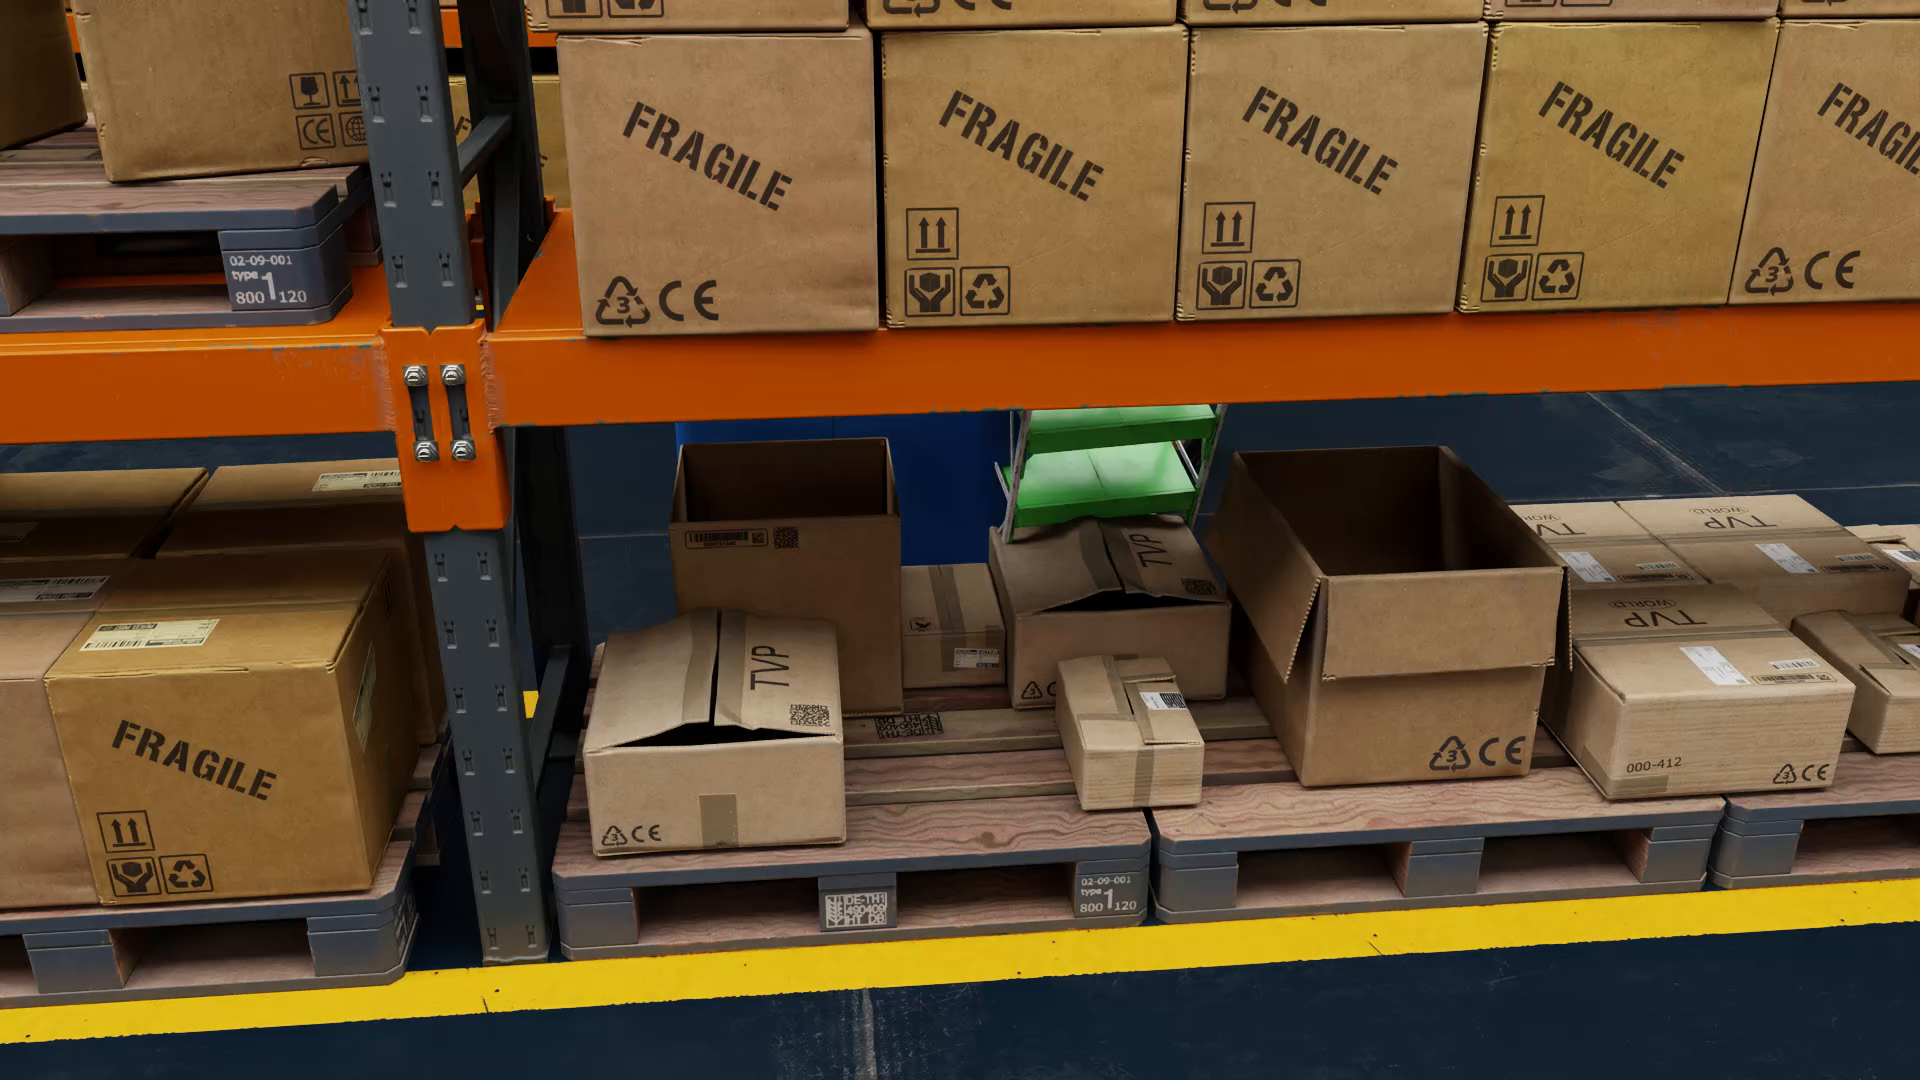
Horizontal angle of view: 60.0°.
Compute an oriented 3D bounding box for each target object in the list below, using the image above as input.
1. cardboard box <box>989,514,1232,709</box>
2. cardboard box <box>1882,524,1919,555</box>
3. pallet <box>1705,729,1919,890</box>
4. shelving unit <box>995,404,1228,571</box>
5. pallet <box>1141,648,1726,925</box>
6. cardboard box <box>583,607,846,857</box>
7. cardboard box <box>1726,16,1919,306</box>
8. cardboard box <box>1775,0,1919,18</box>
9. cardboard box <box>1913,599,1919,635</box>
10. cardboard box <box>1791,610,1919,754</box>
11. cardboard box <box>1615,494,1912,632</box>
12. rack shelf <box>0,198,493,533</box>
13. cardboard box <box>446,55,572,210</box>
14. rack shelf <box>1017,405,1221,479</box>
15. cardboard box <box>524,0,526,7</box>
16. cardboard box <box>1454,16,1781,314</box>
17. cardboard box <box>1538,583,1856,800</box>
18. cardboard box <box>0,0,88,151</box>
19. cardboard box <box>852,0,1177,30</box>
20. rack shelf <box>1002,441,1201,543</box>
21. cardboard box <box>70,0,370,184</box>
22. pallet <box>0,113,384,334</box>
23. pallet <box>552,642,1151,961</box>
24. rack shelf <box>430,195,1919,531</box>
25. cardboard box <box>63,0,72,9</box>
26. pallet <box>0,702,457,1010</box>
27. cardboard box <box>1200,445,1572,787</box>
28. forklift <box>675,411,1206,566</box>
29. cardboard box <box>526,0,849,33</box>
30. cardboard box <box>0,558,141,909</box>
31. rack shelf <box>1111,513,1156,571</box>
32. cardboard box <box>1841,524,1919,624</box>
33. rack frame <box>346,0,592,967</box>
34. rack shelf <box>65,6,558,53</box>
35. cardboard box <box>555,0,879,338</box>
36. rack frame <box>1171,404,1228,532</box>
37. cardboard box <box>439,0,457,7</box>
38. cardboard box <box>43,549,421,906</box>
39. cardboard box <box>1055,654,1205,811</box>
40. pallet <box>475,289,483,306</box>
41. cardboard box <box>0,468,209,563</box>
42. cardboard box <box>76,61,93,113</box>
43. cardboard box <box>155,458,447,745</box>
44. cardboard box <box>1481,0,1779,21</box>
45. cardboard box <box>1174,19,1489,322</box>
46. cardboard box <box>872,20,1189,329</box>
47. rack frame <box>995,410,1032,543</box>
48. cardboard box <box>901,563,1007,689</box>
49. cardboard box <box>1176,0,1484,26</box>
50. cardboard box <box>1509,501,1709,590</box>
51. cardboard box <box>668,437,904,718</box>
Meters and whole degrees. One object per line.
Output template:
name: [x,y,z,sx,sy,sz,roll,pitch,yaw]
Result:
cardboard box: [0.346,0.140,4.011,0.500,0.311,0.500,-2,24,-5]
cardboard box: [2.590,0.099,4.302,0.250,0.149,0.380,-2,24,-5]
pallet: [2.172,0.429,4.025,1.213,0.211,1.003,-2,24,-5]
shelving unit: [0.333,-0.182,4.140,0.503,1.200,0.258,-6,46,-14]
pallet: [0.961,0.477,3.918,1.213,0.211,1.003,-2,24,-5]
cardboard box: [-0.501,0.378,3.476,0.500,0.311,0.500,-2,24,-5]
cardboard box: [1.609,-0.758,3.140,0.500,0.500,0.500,-2,24,-5]
cardboard box: [1.607,-1.211,2.927,0.500,0.500,0.500,-2,24,-4]
cardboard box: [2.524,0.182,3.683,0.500,0.500,0.500,-2,24,-5]
cardboard box: [2.112,0.314,3.796,0.250,0.166,0.380,-2,24,-5]
cardboard box: [1.974,0.102,4.171,0.500,0.250,0.500,-2,24,-5]
rack shelf: [-2.930,-0.312,3.145,4.000,0.370,1.077,-2,24,-5]
cardboard box: [-2.064,-1.854,7.857,0.750,0.750,0.750,-2,24,-5]
rack shelf: [0.351,-0.306,4.016,0.480,0.148,0.258,-6,46,-14]
cardboard box: [-1.988,-2.470,7.398,0.250,0.149,0.380,-2,24,-4]
cardboard box: [1.108,-0.738,3.095,0.500,0.500,0.500,-3,24,-6]
cardboard box: [1.576,0.322,3.676,0.500,0.250,0.500,-2,24,-5]
cardboard box: [-2.111,-0.977,3.114,0.500,0.500,0.700,1,24,3]
cardboard box: [0.070,-1.149,2.788,0.500,0.500,0.500,-3,24,-7]
rack shelf: [0.327,-0.137,4.185,0.480,0.148,0.258,-6,46,-14]
cardboard box: [-1.433,-1.030,3.233,0.500,0.500,0.700,-11,26,-23]
pallet: [-1.746,-0.645,3.245,1.213,0.211,1.003,-2,24,-5]
pallet: [-0.256,0.527,3.805,1.213,0.211,1.003,-2,24,-5]
rack shelf: [1.051,-0.472,3.504,4.000,0.370,1.077,-2,24,-5]
cardboard box: [-3.783,-2.440,7.330,0.250,0.149,0.380,-2,24,-4]
pallet: [-1.745,0.601,3.637,1.213,0.211,1.003,-2,24,-5]
cardboard box: [0.929,0.142,3.769,0.637,0.503,0.797,-2,24,-5]
forklift: [0.232,-1.576,5.188,1.130,2.935,3.031,9,26,20]
cardboard box: [-0.443,-1.128,2.741,0.500,0.500,0.500,-2,24,-4]
cardboard box: [-1.895,0.372,3.255,0.500,0.500,0.500,-2,24,-5]
rack shelf: [0.303,0.033,4.353,0.480,0.148,0.258,-6,46,-14]
cardboard box: [2.342,0.101,4.276,0.250,0.166,0.380,-2,24,-5]
rack frame: [-0.940,-0.721,3.178,0.127,3.000,1.000,-2,24,-5]
rack shelf: [-3.421,-2.314,7.649,4.000,0.370,1.077,-2,24,-5]
cardboard box: [-0.406,-0.677,2.956,0.500,0.500,0.500,-2,24,-4]
rack frame: [0.569,-0.207,4.198,0.015,1.200,0.240,-6,46,-14]
cardboard box: [-2.250,-2.477,7.415,0.250,0.149,0.380,-2,24,-3]
cardboard box: [-1.403,0.356,3.292,0.500,0.500,0.500,-2,24,-5]
cardboard box: [0.359,0.405,3.592,0.250,0.166,0.380,-2,24,-5]
pallet: [-2.191,-1.387,8.111,1.213,0.211,1.003,-2,24,-5]
cardboard box: [-1.975,0.167,3.717,0.500,0.500,0.500,-2,24,-4]
cardboard box: [-3.794,-1.781,7.694,0.750,0.750,0.750,-2,24,-5]
cardboard box: [-1.445,0.141,3.775,0.500,0.500,0.500,-3,24,-8]
cardboard box: [1.096,-1.190,2.881,0.500,0.500,0.500,-2,24,-4]
cardboard box: [0.602,-0.717,3.048,0.500,0.500,0.500,-2,24,-5]
cardboard box: [0.104,-0.698,3.005,0.500,0.500,0.500,-2,24,-4]
rack frame: [0.098,-0.157,4.081,0.015,1.200,0.240,-6,46,-14]
cardboard box: [-0.033,0.204,4.065,0.250,0.149,0.380,-2,24,-5]
cardboard box: [0.582,-1.169,2.834,0.500,0.500,0.500,-3,24,-7]
cardboard box: [1.477,0.122,4.126,0.500,0.250,0.500,-2,24,-5]
cardboard box: [-0.401,0.083,3.906,0.500,0.500,0.500,-2,24,-5]
